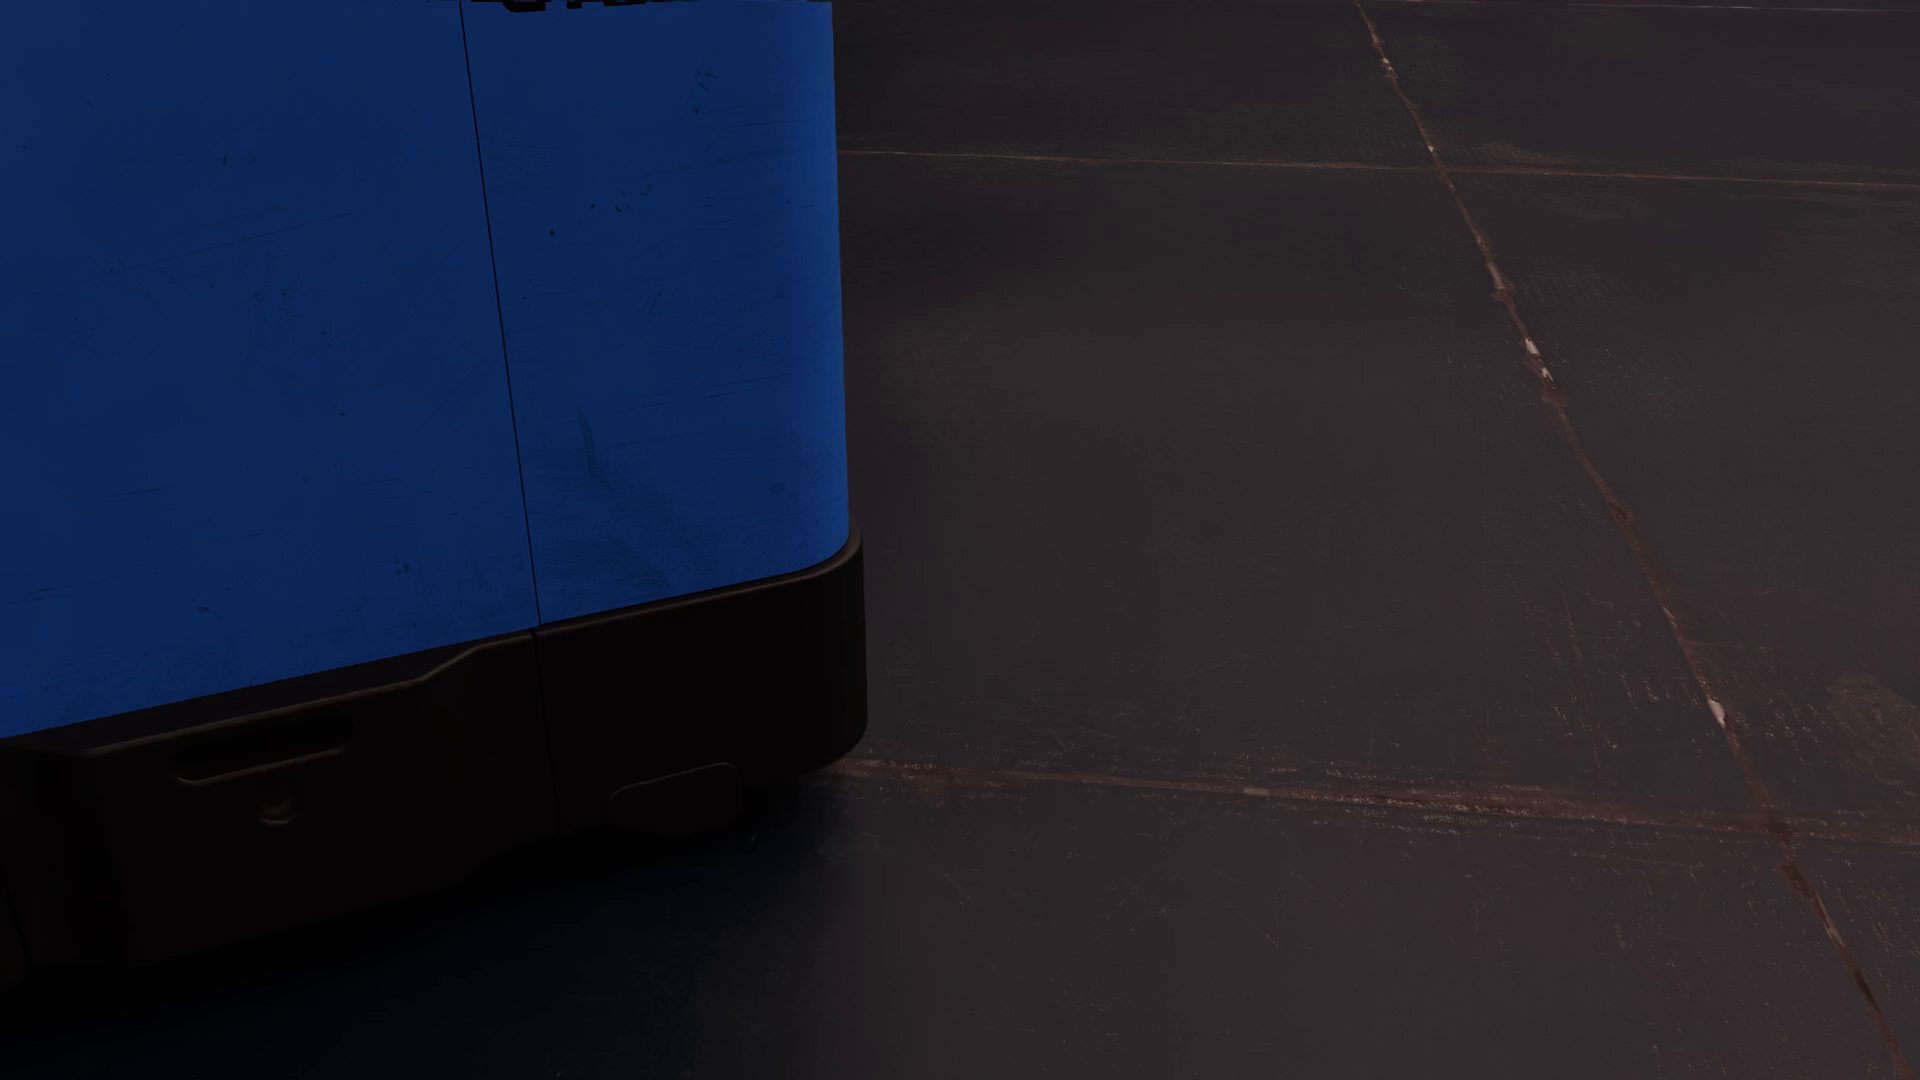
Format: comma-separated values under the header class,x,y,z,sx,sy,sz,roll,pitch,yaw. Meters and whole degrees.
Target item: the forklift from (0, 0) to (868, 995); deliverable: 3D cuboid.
class,x,y,z,sx,sy,sz,roll,pitch,yaw
forklift,-1.665,-0.937,1.095,3.031,2.935,1.130,-12,29,-22
